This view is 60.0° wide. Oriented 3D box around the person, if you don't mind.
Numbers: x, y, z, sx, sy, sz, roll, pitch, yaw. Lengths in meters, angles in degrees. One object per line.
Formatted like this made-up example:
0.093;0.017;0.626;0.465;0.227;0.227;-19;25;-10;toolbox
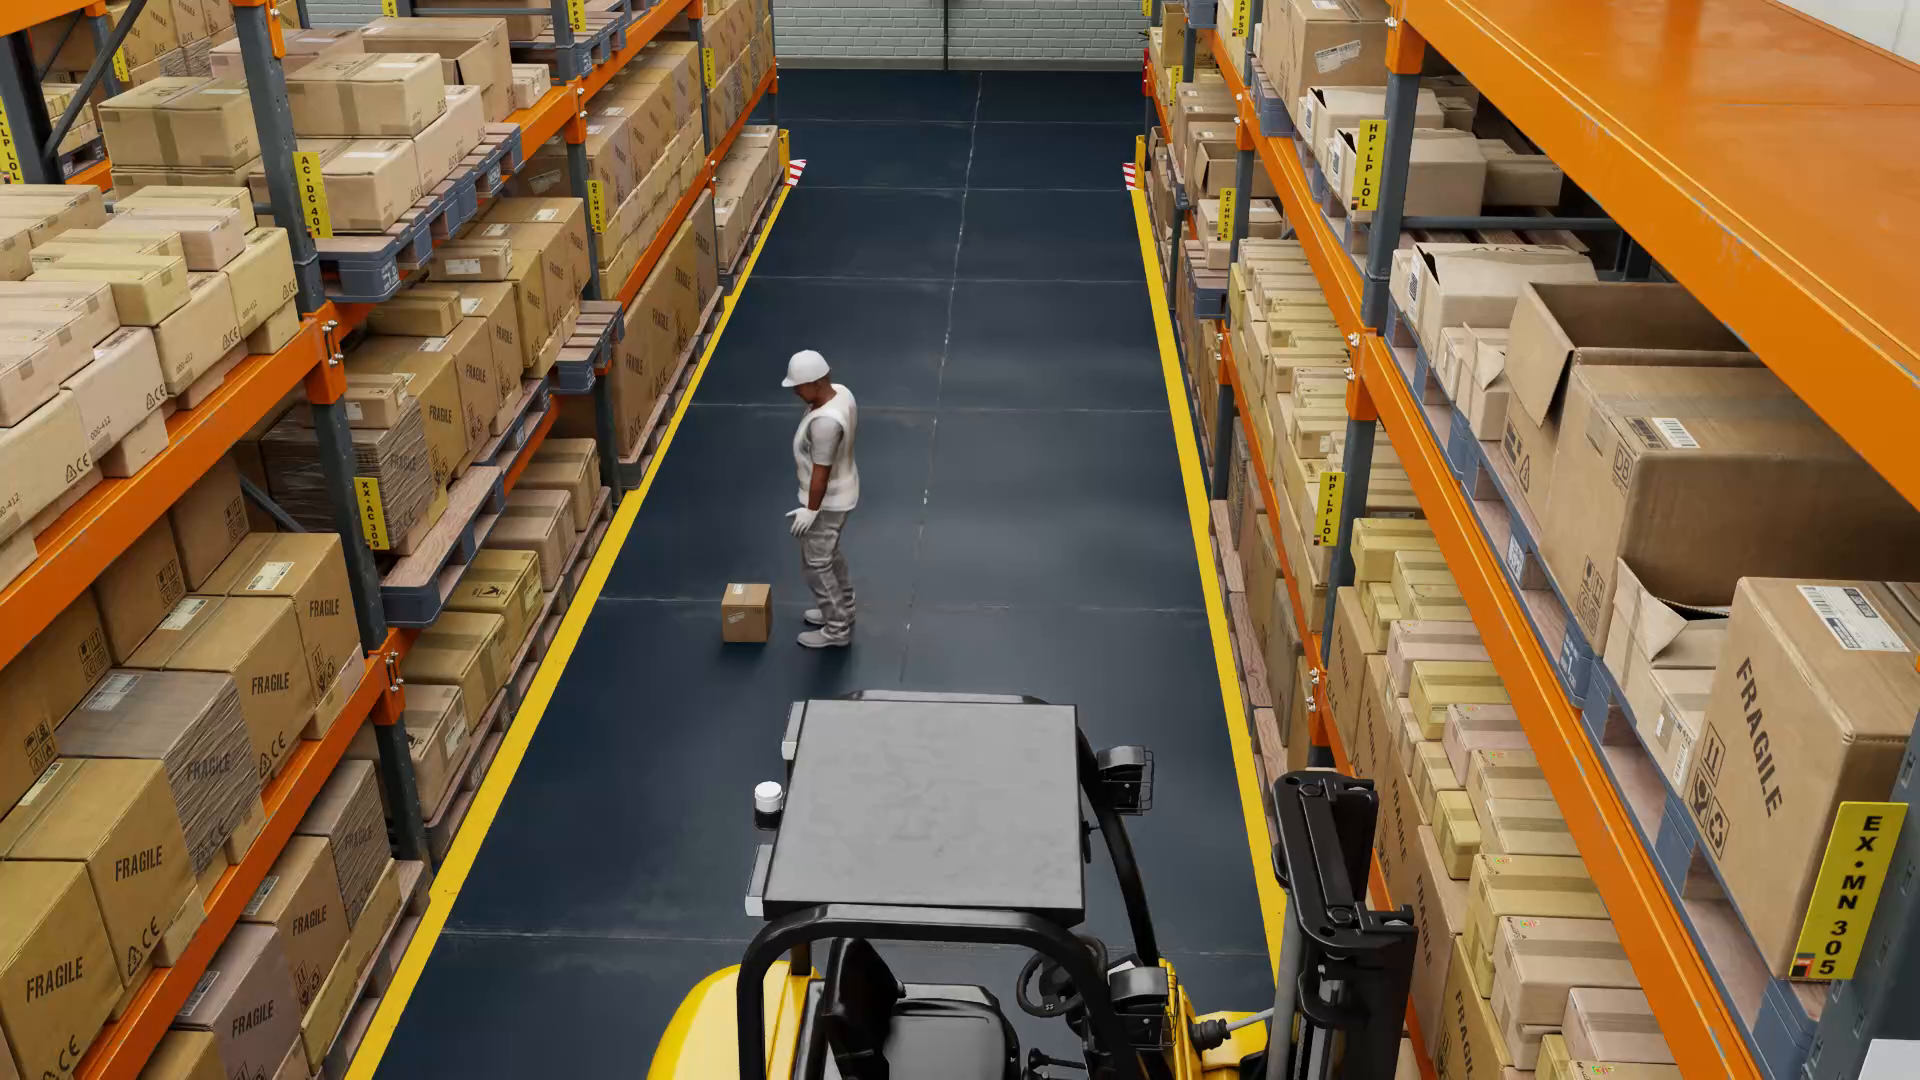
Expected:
-0.763;-0.229;9.292;0.389;1.763;0.557;2;28;3;person
